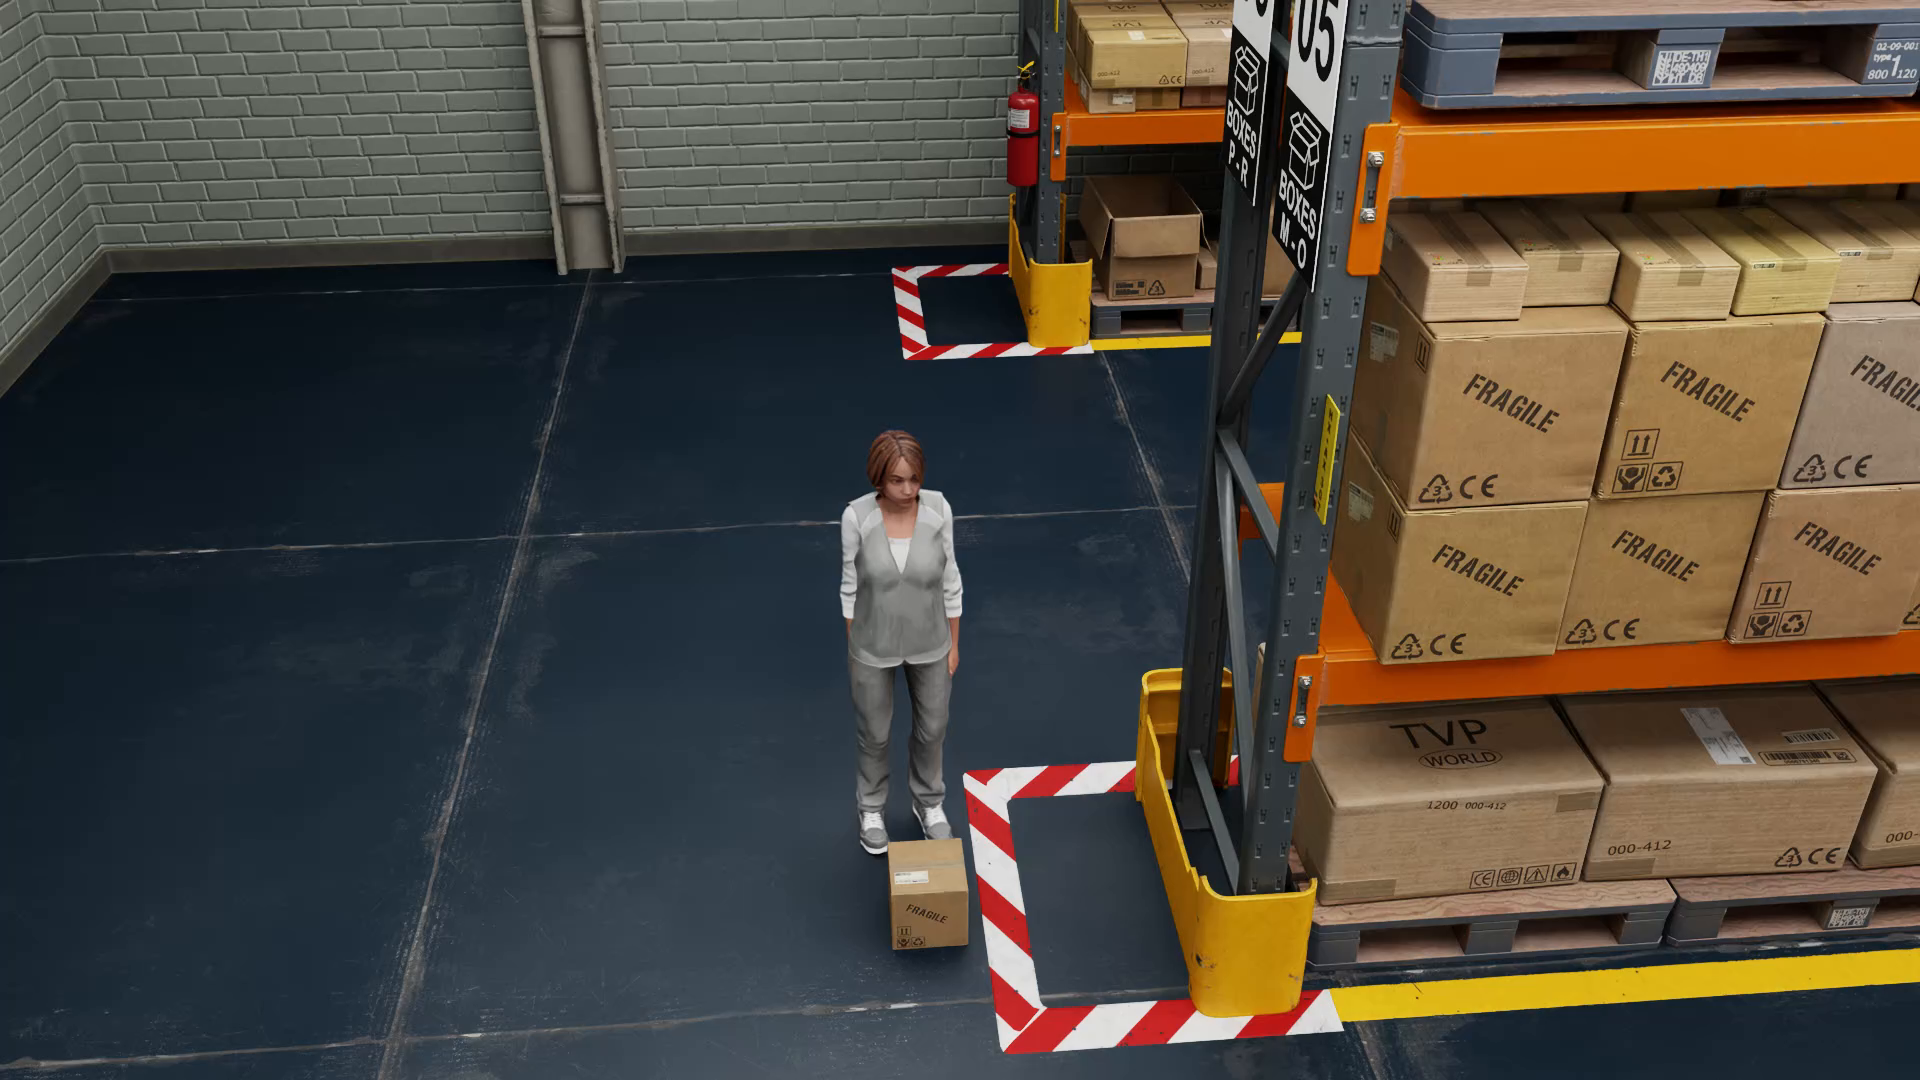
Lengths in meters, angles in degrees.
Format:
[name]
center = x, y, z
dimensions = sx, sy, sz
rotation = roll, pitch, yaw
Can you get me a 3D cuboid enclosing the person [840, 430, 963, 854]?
[person]
center = -0.189, 0.359, 5.566
dimensions = 0.406, 1.604, 0.309
rotation = -6, 32, -9
